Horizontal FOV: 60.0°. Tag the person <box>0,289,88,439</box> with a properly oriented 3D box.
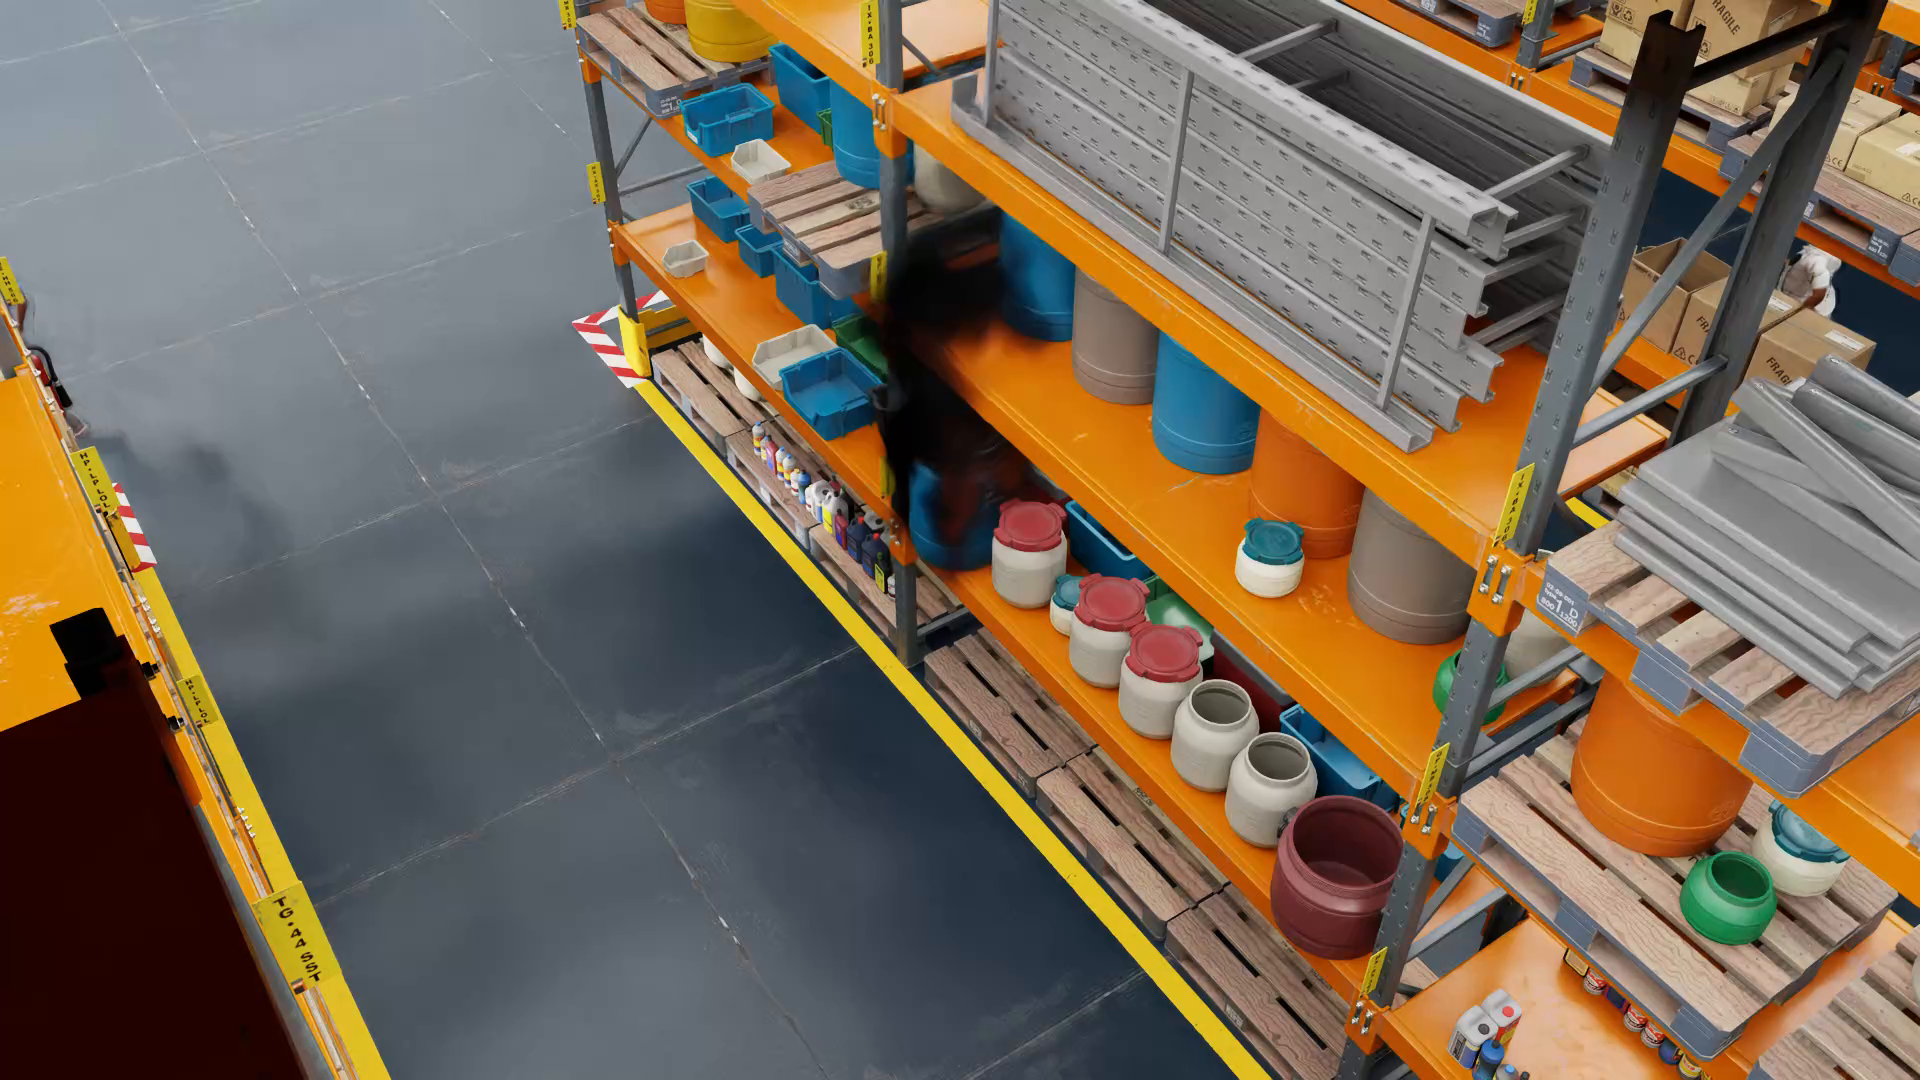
[{"bbox_3d":[-6.964,-1.327,11.946,0.893,1.640,0.560,6,43,6],"label":"person"}]

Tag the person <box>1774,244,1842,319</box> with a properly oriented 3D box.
[{"bbox_3d":[6.304,-1.669,12.362,0.575,1.655,0.886,-31,51,-29],"label":"person"}]
